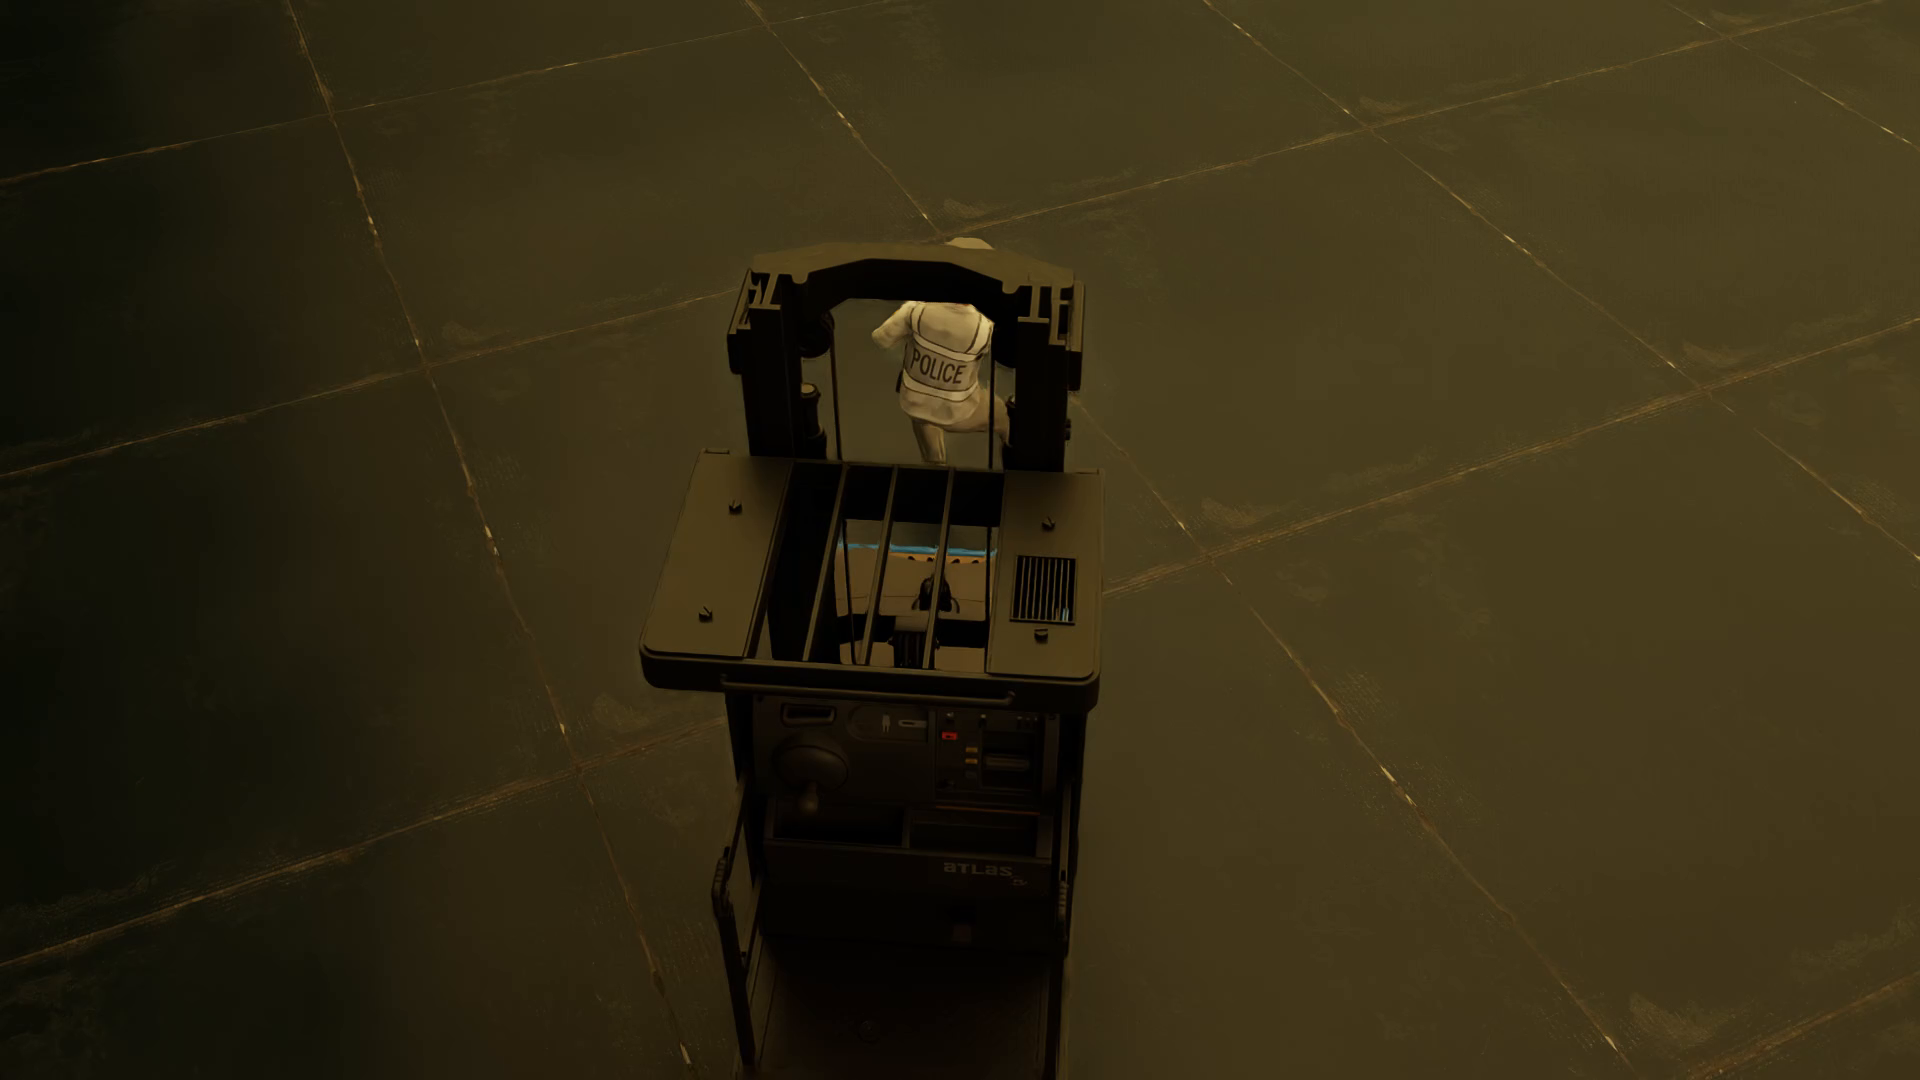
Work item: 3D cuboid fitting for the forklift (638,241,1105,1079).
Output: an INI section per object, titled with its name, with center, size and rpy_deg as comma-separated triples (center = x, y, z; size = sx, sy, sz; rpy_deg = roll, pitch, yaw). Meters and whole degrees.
[forklift]
center = -0.182, 0.741, 4.886
size = 1.130, 2.935, 3.031
rpy_deg = 3, 43, 4

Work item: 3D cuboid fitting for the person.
[person]
center = 0.010, -0.748, 7.517
size = 0.766, 1.515, 0.634
rpy_deg = 11, 44, 12
